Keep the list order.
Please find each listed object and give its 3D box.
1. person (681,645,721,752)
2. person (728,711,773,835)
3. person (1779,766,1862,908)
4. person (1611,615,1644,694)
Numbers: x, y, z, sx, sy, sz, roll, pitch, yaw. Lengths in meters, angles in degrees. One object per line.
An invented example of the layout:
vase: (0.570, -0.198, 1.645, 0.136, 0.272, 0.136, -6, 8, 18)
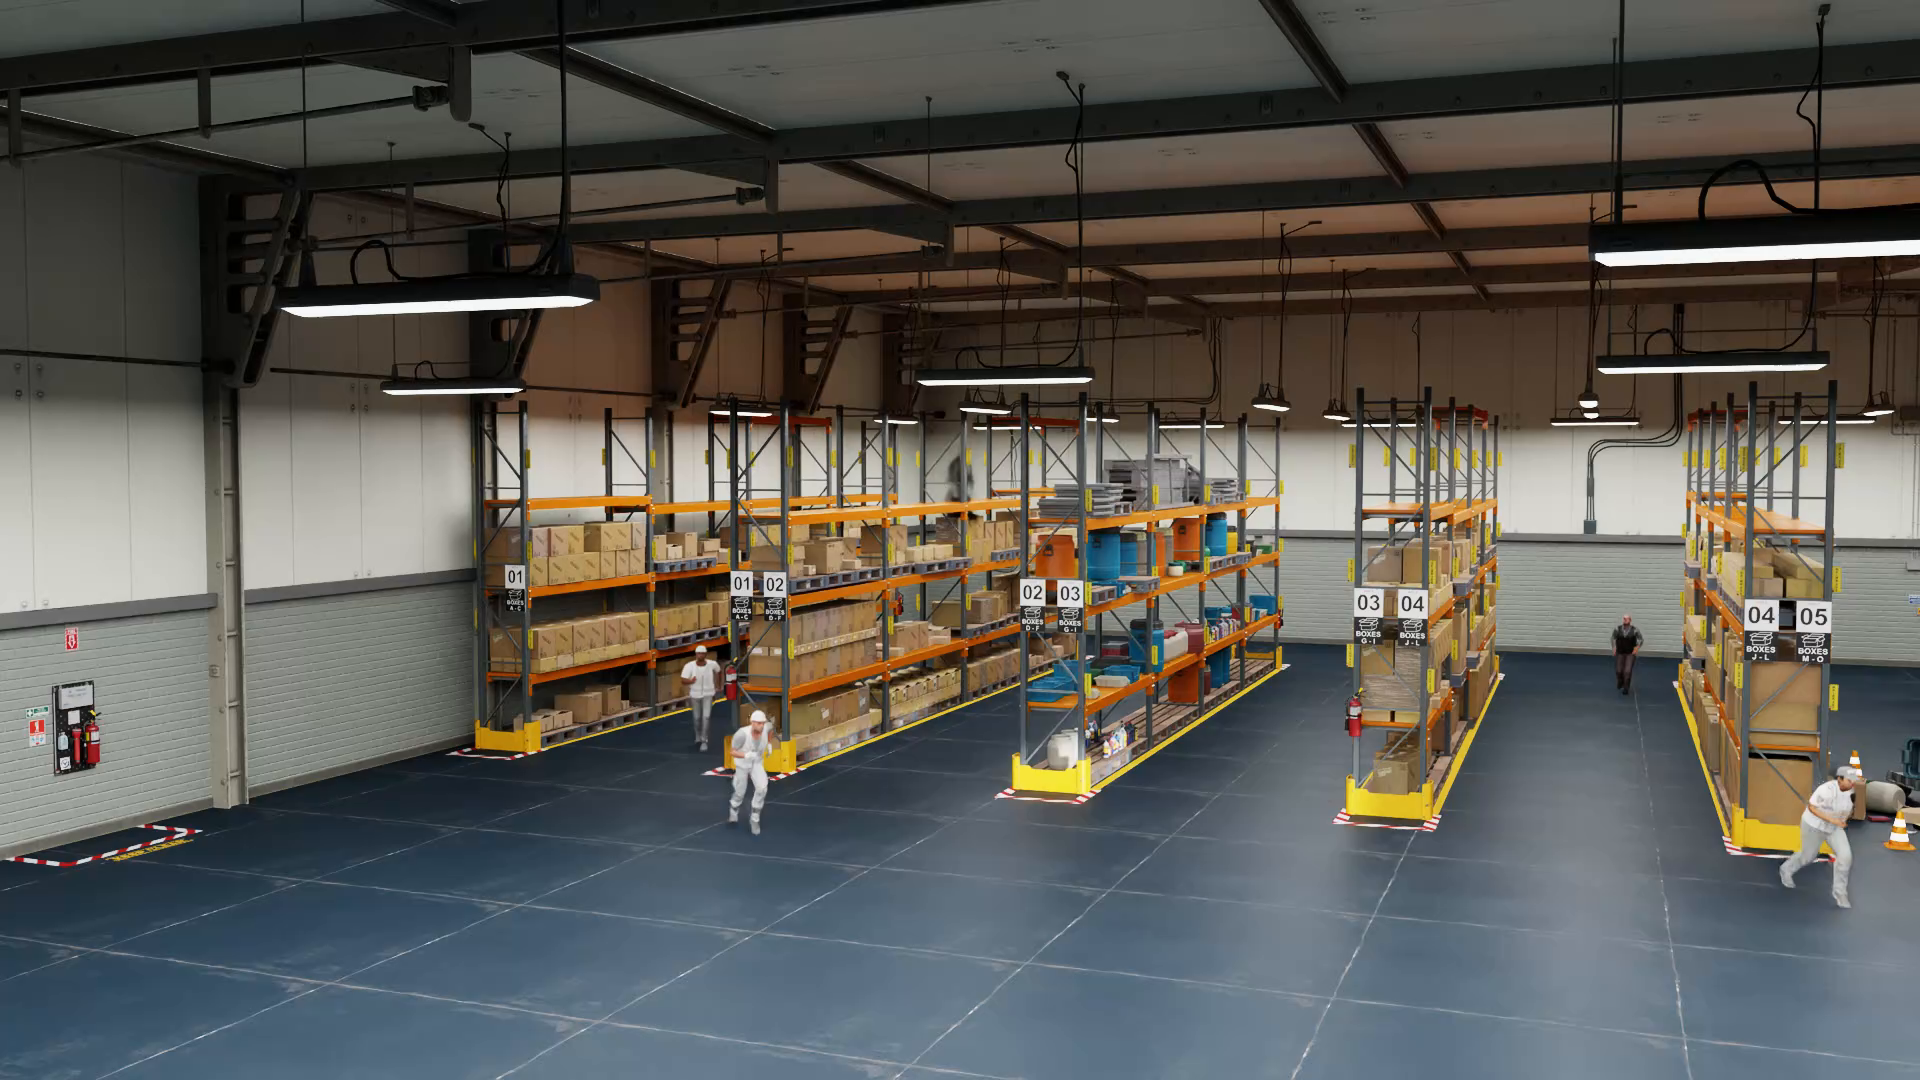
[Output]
person: (-4.462, 2.694, 28.681, 0.688, 1.781, 0.950, 0, 3, -7)
person: (-2.835, 3.101, 22.386, 0.707, 1.711, 1.011, -2, 3, -32)
person: (9.791, 3.319, 18.917, 0.648, 1.628, 1.035, -1, 3, -22)
person: (14.257, 2.437, 35.546, 0.679, 1.697, 0.578, 1, 3, 27)
